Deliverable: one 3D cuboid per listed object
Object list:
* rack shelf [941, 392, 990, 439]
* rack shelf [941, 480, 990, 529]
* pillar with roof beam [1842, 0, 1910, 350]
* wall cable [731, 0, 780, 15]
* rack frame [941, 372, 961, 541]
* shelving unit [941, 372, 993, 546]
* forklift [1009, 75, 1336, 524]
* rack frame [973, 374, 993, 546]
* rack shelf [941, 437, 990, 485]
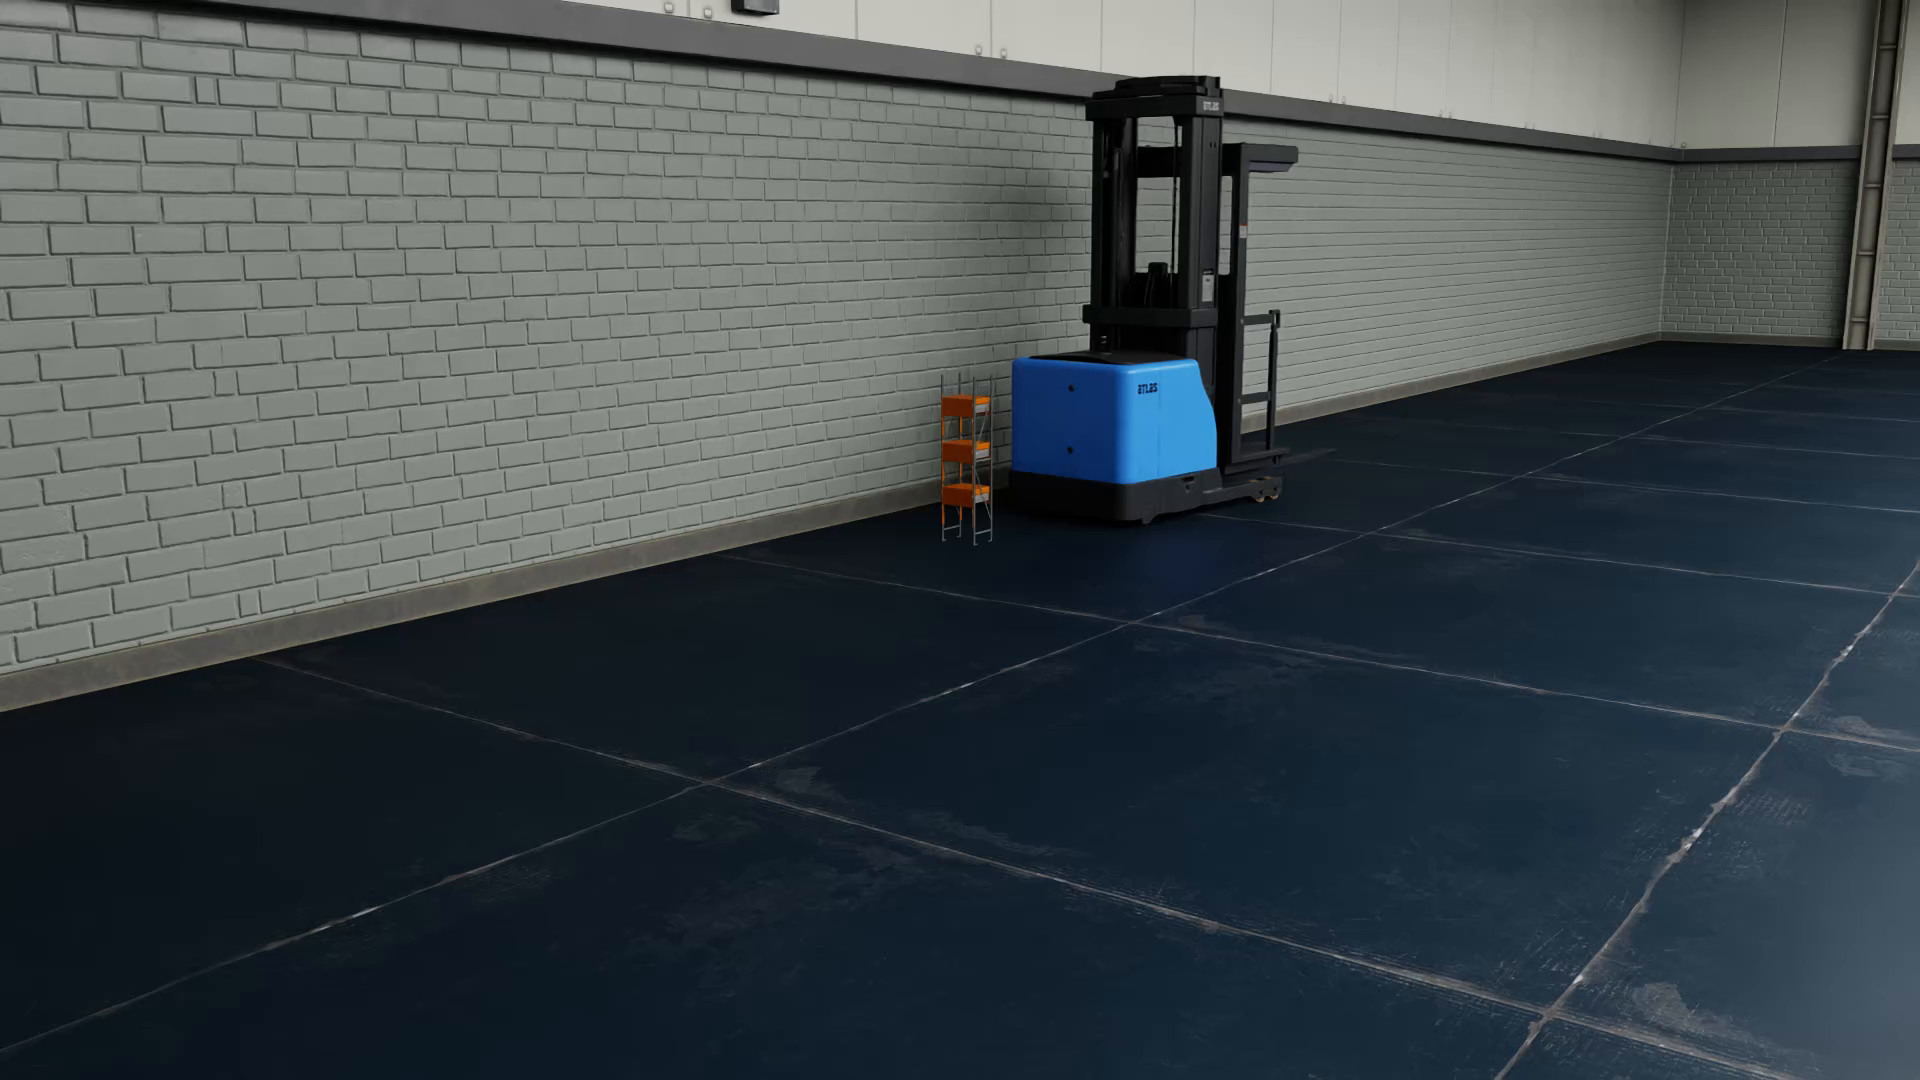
[{"bbox_3d":[0.043,-0.778,10.347,0.240,0.259,0.215,8,13,36],"label":"rack shelf"},{"bbox_3d":[0.043,-0.226,10.454,0.240,0.259,0.215,8,13,36],"label":"rack shelf"},{"bbox_3d":[11.449,-6.738,21.664,0.400,9.000,9.100,8,13,36],"label":"pillar with roof beam"},{"bbox_3d":[-0.607,-6.229,10.083,0.169,6.003,2.305,8,13,36],"label":"wall cable"},{"bbox_3d":[-0.055,-0.523,10.470,0.008,1.050,0.200,8,13,36],"label":"rack frame"},{"bbox_3d":[0.043,-0.509,10.399,0.252,1.050,0.215,8,13,36],"label":"shelving unit"},{"bbox_3d":[1.694,-1.763,11.928,1.130,2.935,3.031,10,15,41],"label":"forklift"},{"bbox_3d":[0.141,-0.496,10.328,0.008,1.050,0.200,8,13,36],"label":"rack frame"},{"bbox_3d":[0.043,-0.499,10.401,0.240,0.259,0.215,8,13,36],"label":"rack shelf"}]
